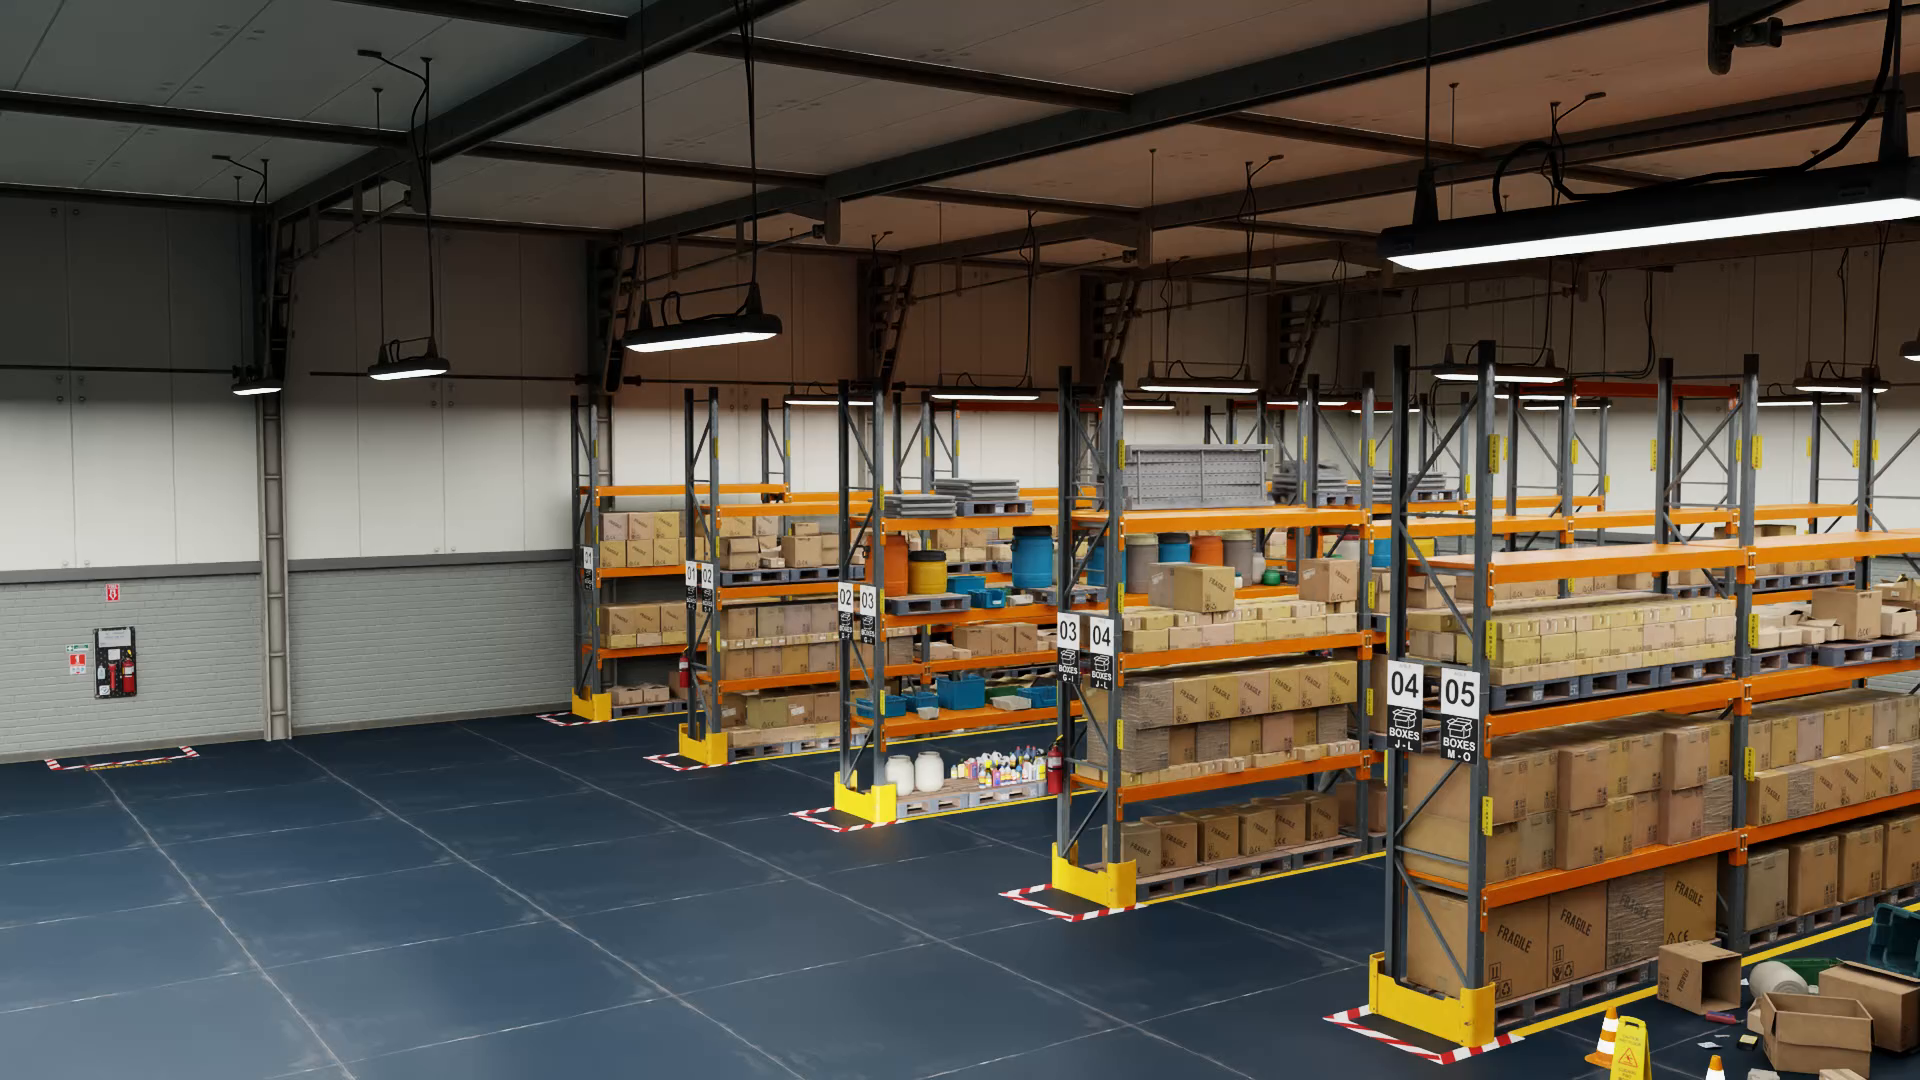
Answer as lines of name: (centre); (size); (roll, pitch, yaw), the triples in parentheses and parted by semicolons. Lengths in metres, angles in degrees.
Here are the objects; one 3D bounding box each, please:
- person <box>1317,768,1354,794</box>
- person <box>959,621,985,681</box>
person: (5.237, 2.912, 23.472); (0.884, 1.631, 0.513); (0, 3, -7)
person: (0.321, 2.356, 33.005); (1.039, 1.656, 0.565); (-2, 4, -30)
